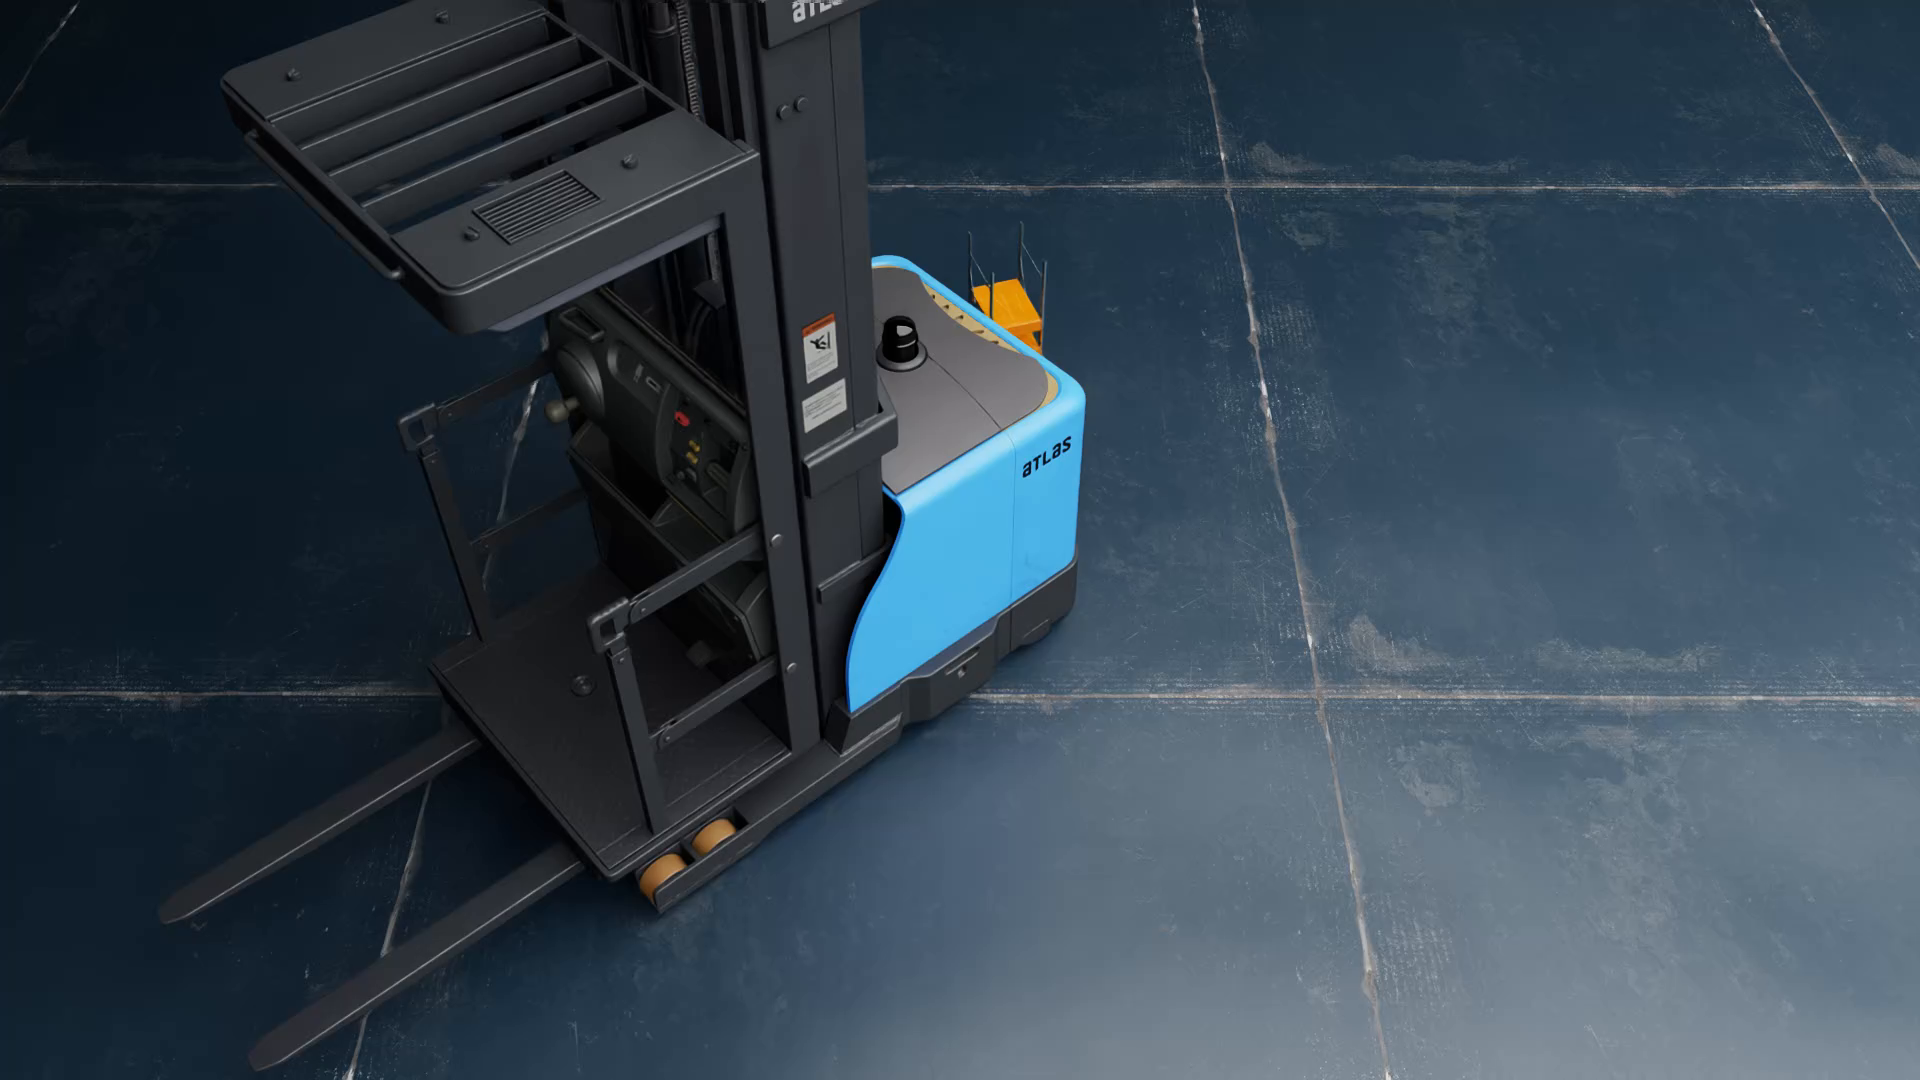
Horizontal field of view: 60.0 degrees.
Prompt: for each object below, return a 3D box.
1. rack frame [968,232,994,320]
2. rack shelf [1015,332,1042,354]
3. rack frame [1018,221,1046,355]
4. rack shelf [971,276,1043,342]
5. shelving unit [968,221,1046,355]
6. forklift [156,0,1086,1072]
[{"bbox_3d":[0.068,-0.540,5.932,0.006,1.200,0.240,-14,48,-13],"label":"rack frame"},{"bbox_3d":[0.155,-0.695,5.810,0.180,0.103,0.258,-14,48,-13],"label":"rack shelf"},{"bbox_3d":[0.241,-0.583,5.973,0.006,1.200,0.240,-14,48,-13],"label":"rack frame"},{"bbox_3d":[0.155,-0.777,5.722,0.180,0.103,0.258,-14,48,-13],"label":"rack shelf"},{"bbox_3d":[0.154,-0.562,5.952,0.189,1.200,0.258,-14,48,-13],"label":"shelving unit"},{"bbox_3d":[-1.027,-0.296,4.523,3.031,2.935,1.130,-33,55,-27],"label":"forklift"}]
